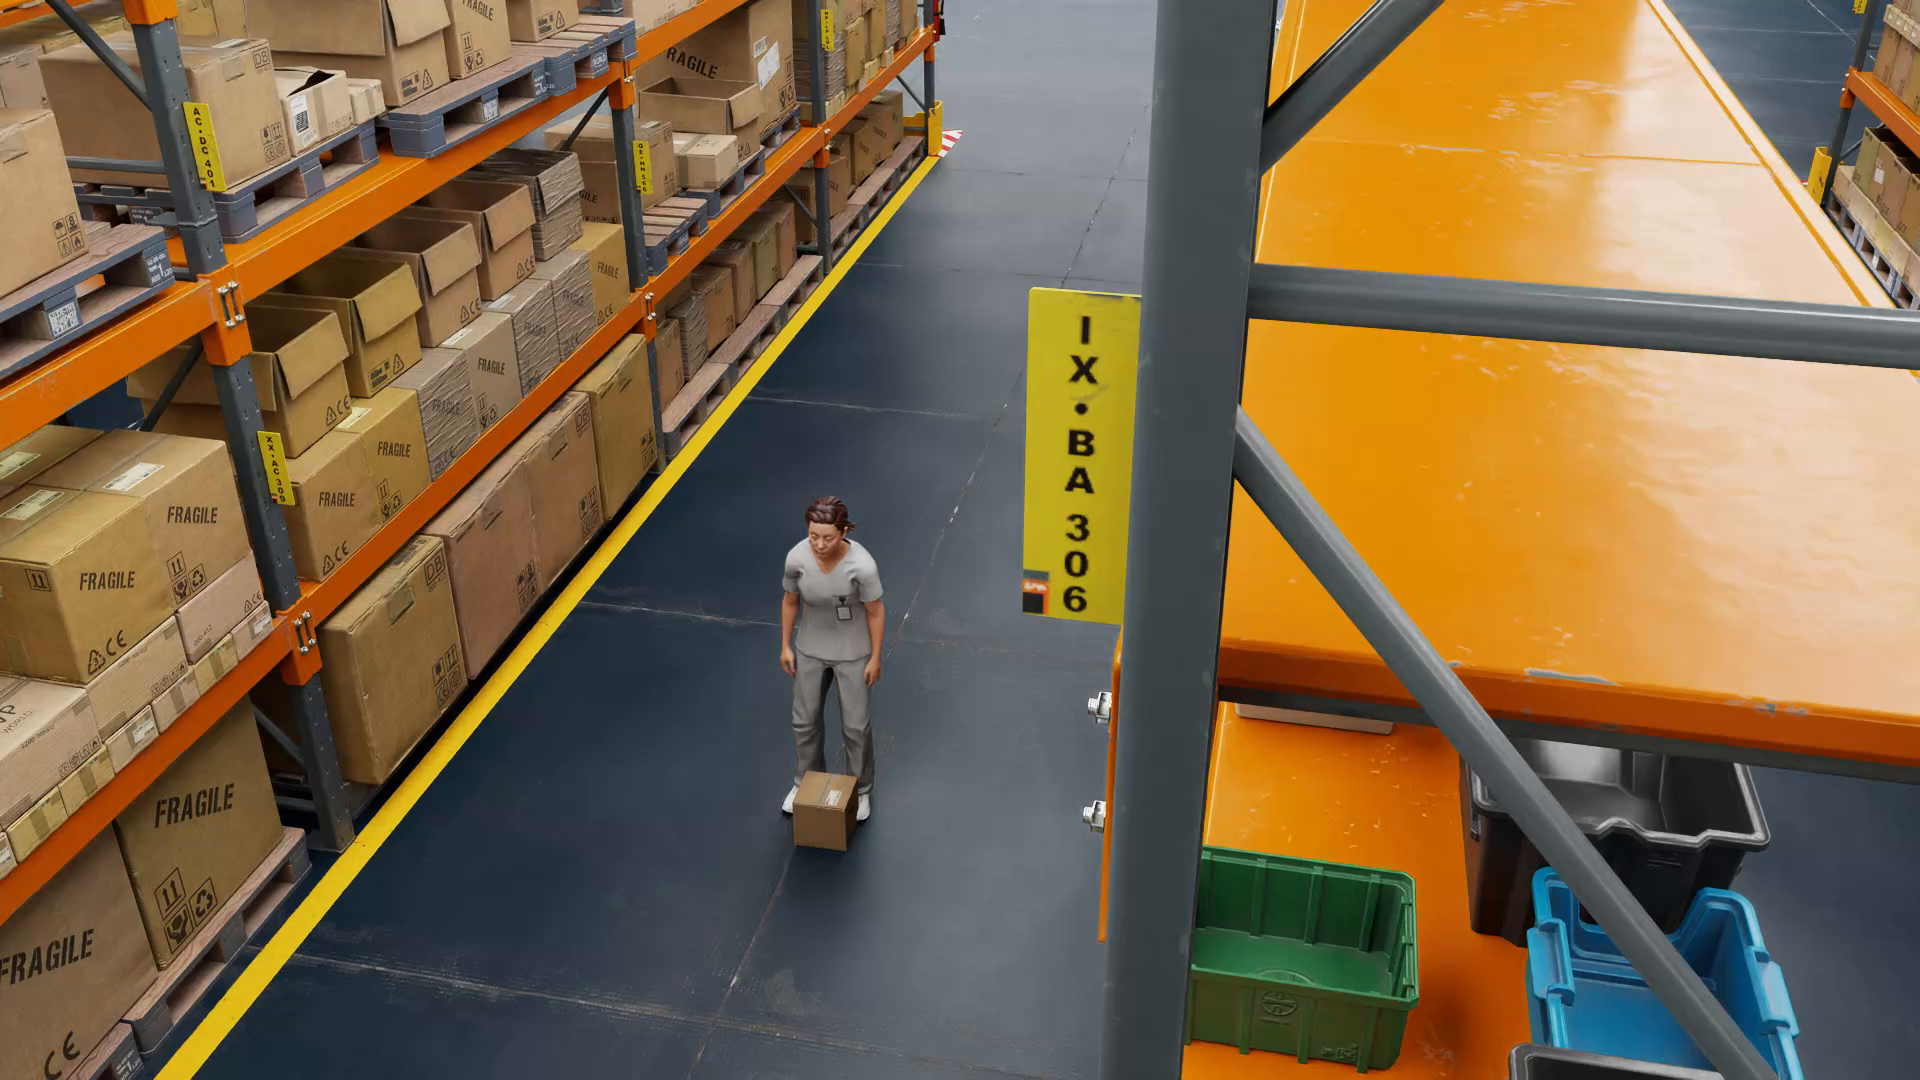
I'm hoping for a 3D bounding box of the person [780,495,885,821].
[{"bbox_3d":[-0.586,0.529,7.657,0.487,1.673,0.356,6,29,11],"label":"person"}]
